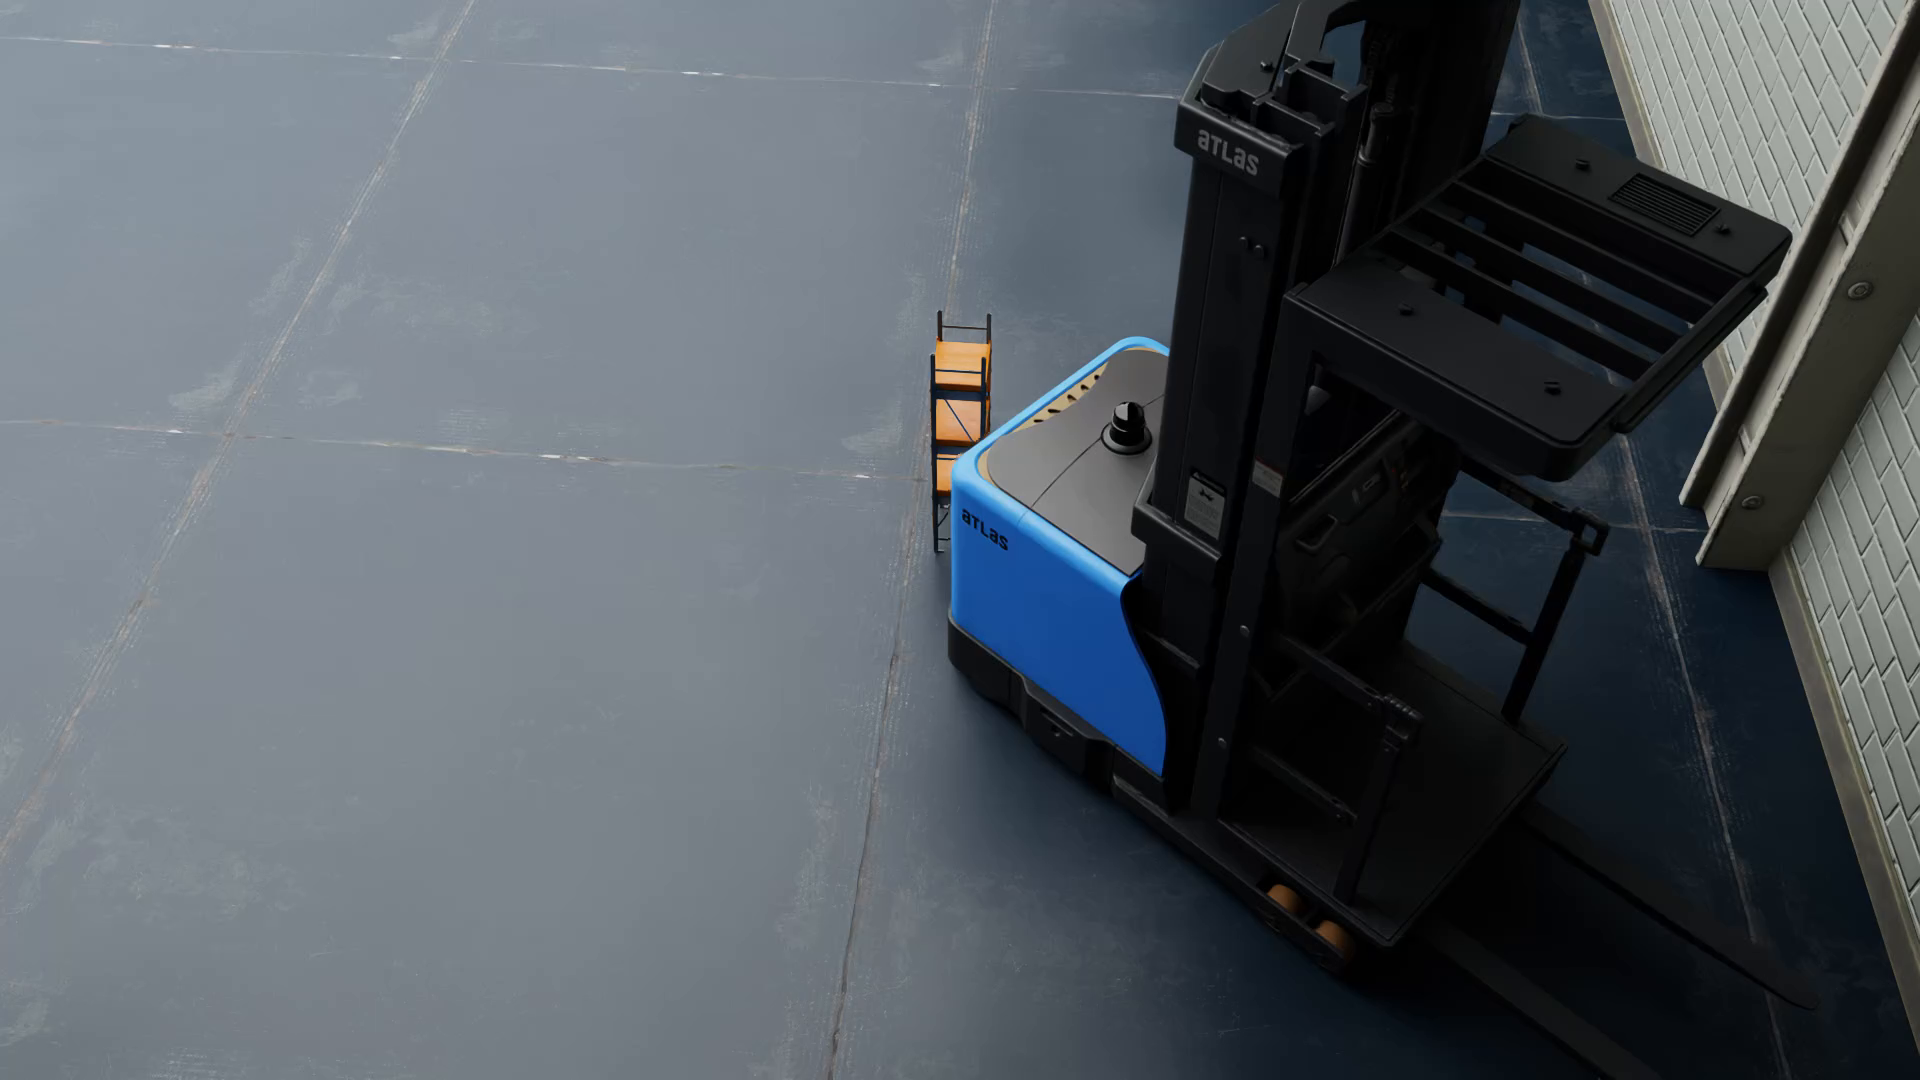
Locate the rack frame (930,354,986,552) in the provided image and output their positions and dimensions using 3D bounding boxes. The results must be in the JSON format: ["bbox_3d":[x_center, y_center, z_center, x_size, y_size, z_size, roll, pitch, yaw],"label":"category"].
[{"bbox_3d":[-0.006,-0.304,6.342,0.200,1.050,0.008,4,48,4],"label":"rack frame"}]

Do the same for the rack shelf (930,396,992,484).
[{"bbox_3d":[0.005,-0.387,6.432,0.215,0.259,0.240,4,48,4],"label":"rack shelf"}]

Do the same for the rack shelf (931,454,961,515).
[{"bbox_3d":[0.005,-0.199,6.637,0.215,0.259,0.240,4,48,4],"label":"rack shelf"}]

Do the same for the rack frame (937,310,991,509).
[{"bbox_3d":[0.016,-0.483,6.506,0.200,1.050,0.008,4,48,4],"label":"rack frame"}]

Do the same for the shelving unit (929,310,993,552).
[{"bbox_3d":[0.005,-0.394,6.424,0.215,1.050,0.252,4,48,4],"label":"shelving unit"}]

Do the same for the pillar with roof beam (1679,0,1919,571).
[{"bbox_3d":[-1.151,-3.356,3.747,9.100,9.000,0.400,4,48,4],"label":"pillar with roof beam"}]

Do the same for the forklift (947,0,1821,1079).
[{"bbox_3d":[1.362,-0.014,4.803,3.031,2.935,1.130,36,57,28],"label":"forklift"}]

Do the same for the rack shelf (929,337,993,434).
[{"bbox_3d":[0.005,-0.578,6.223,0.215,0.259,0.240,4,48,4],"label":"rack shelf"}]
